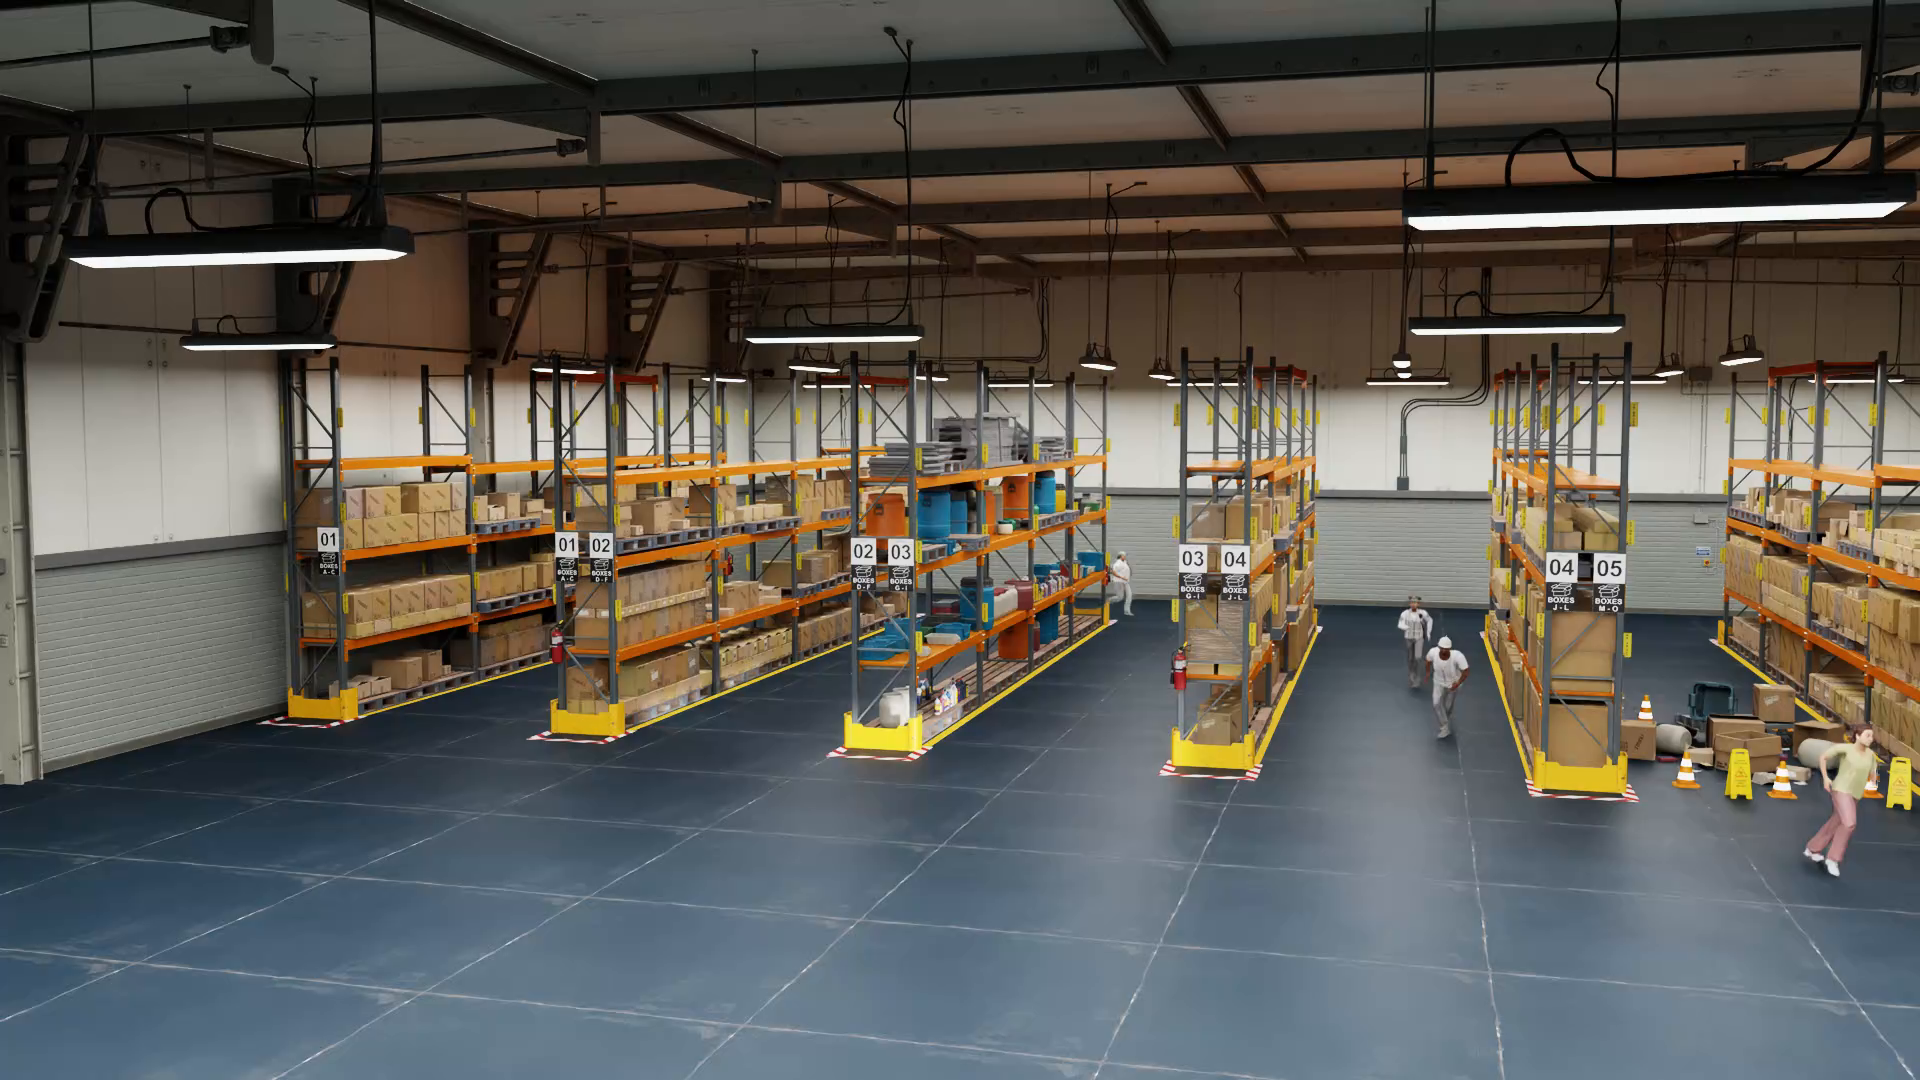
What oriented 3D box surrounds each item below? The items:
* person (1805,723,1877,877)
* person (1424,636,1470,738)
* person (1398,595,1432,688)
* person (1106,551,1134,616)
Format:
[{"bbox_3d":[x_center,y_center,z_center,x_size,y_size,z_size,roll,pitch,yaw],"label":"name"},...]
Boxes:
[{"bbox_3d":[9.754,2.821,18.381,0.721,1.625,0.734,-1,4,-15],"label":"person"},{"bbox_3d":[7.709,2.276,26.275,0.701,1.607,1.132,2,5,24],"label":"person"},{"bbox_3d":[8.482,1.886,31.025,0.591,1.738,0.787,2,4,21],"label":"person"},{"bbox_3d":[4.070,1.101,42.192,0.841,1.661,0.633,3,5,32],"label":"person"}]
